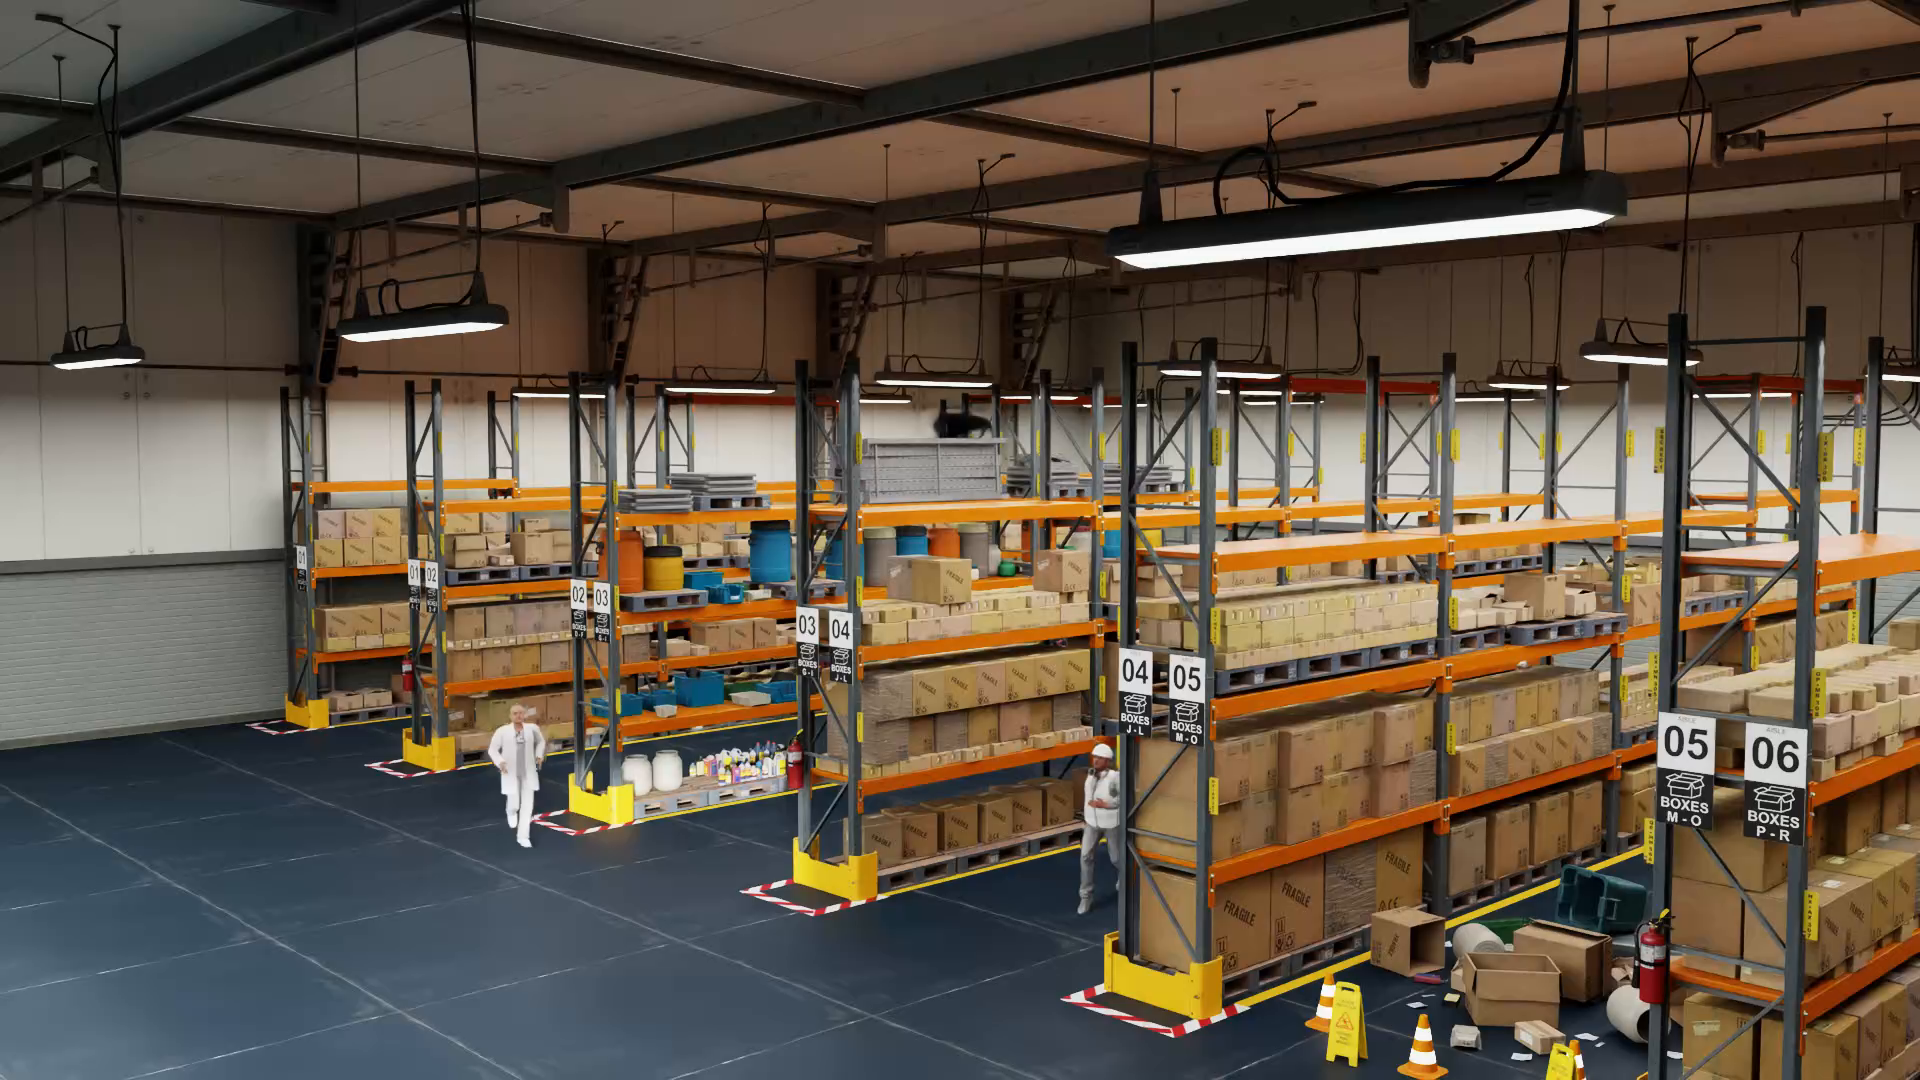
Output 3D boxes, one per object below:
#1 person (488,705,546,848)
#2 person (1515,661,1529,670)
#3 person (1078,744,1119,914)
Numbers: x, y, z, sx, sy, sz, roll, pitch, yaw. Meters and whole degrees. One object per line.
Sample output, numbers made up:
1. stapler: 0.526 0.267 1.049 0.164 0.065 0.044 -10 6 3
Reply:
1. person: -5.589 2.955 21.056 0.724 1.756 0.860 -2 4 -22
2. person: 8.803 2.692 26.033 0.595 1.622 0.560 3 5 40
3. person: 1.628 3.132 18.241 0.611 1.830 1.006 2 4 32
